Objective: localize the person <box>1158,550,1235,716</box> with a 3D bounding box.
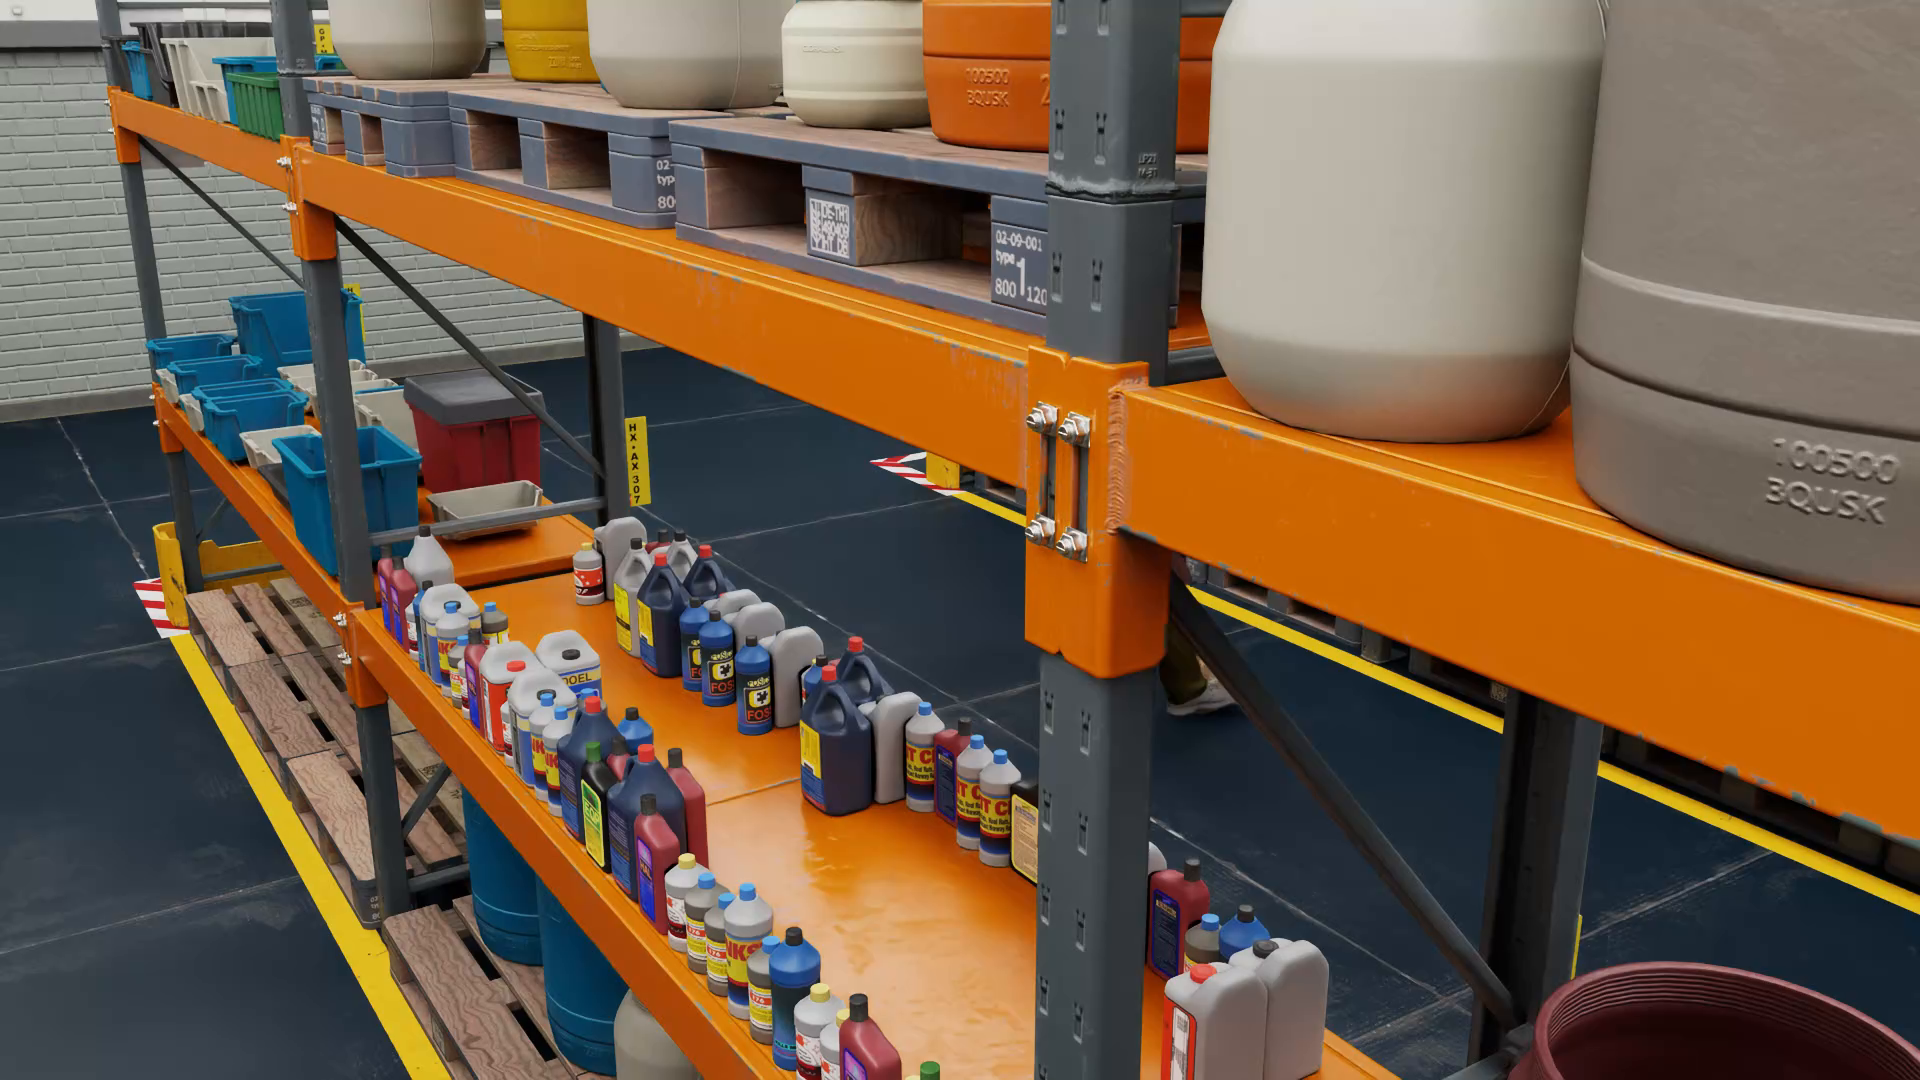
[{"bbox_3d":[0.860,-0.018,7.589,0.849,1.764,0.597,-12,21,-32],"label":"person"}]
